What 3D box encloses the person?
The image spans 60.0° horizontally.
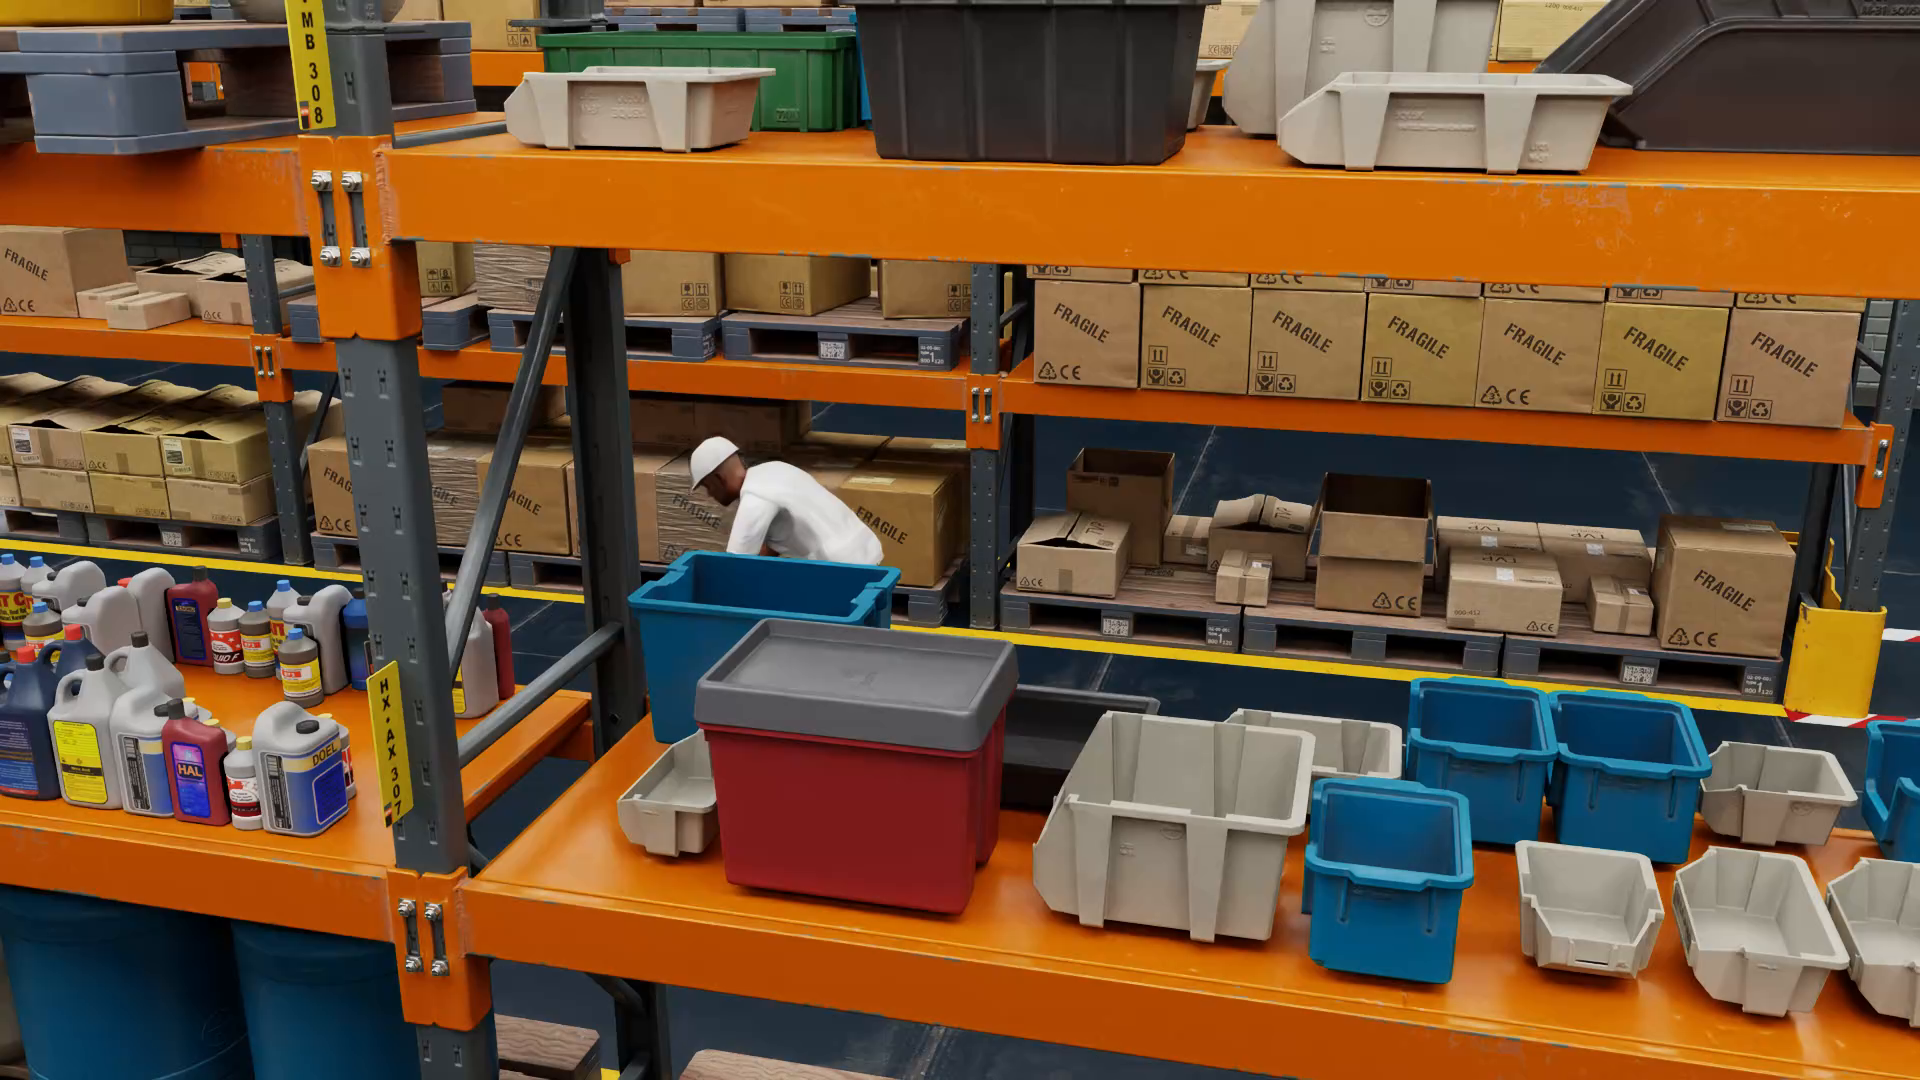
[{"bbox_3d":[-0.780,0.152,7.427,0.838,1.224,0.622,5,19,14],"label":"person"}]
